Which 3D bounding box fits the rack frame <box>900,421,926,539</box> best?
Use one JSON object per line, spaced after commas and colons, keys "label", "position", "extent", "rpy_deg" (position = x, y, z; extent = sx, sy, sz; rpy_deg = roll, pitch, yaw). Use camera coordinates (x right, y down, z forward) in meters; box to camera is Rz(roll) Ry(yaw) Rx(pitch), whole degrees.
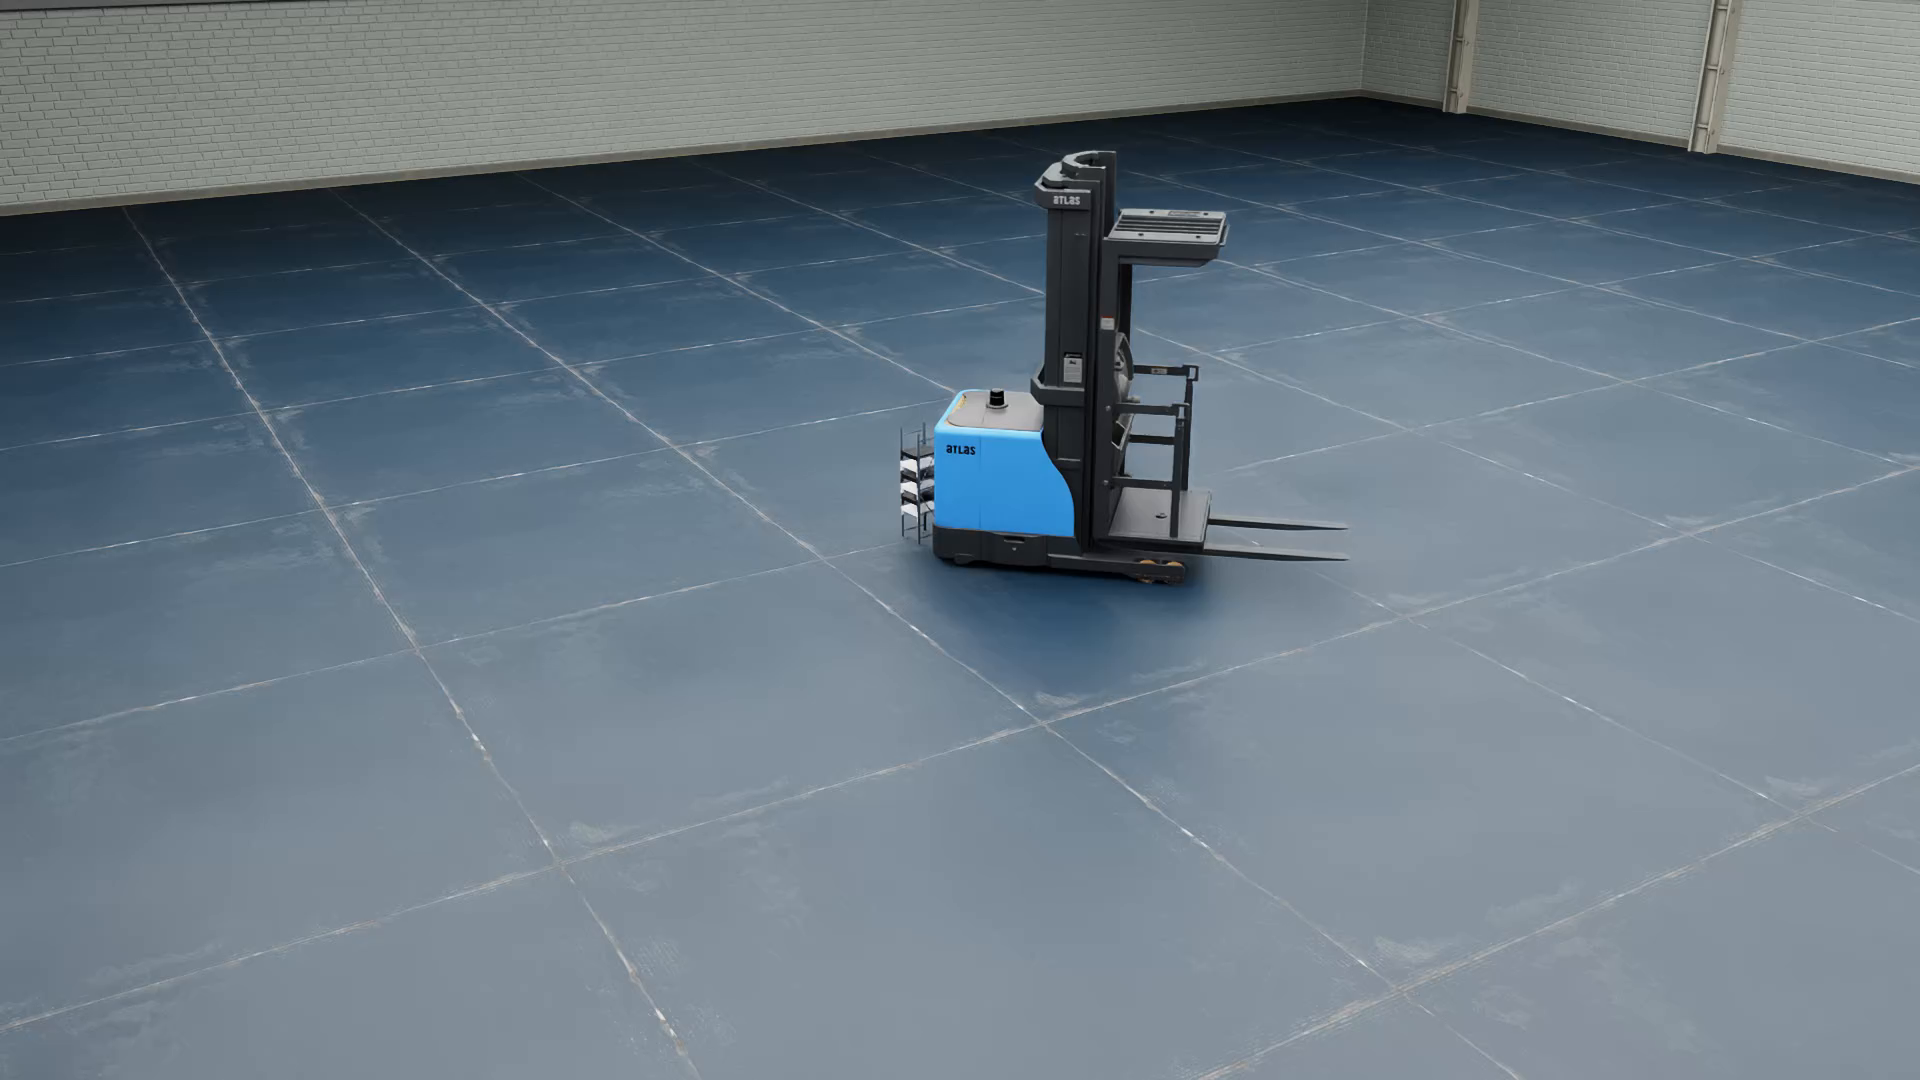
{"label": "rack frame", "position": [-0.357, -0.456, 12.737], "extent": [0.240, 0.900, 0.006], "rpy_deg": [-18, 28, -37]}

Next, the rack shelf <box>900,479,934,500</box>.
{"label": "rack shelf", "position": [-0.292, -0.395, 12.678], "extent": [0.258, 0.077, 0.200], "rpy_deg": [-18, 28, -37]}

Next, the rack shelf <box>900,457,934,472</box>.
{"label": "rack shelf", "position": [-0.292, -0.562, 12.610], "extent": [0.258, 0.077, 0.200], "rpy_deg": [-18, 28, -37]}

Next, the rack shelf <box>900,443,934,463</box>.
{"label": "rack shelf", "position": [-0.292, -0.646, 12.576], "extent": [0.258, 0.077, 0.200], "rpy_deg": [-18, 28, -37]}

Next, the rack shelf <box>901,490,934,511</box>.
{"label": "rack shelf", "position": [-0.292, -0.312, 12.712], "extent": [0.258, 0.077, 0.200], "rpy_deg": [-18, 28, -37]}

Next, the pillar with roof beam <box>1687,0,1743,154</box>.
{"label": "pillar with roof beam", "position": [9.745, -10.378, 26.393], "extent": [9.100, 9.000, 0.400], "rpy_deg": [-13, 25, -28]}

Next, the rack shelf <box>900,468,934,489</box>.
{"label": "rack shelf", "position": [-0.292, -0.479, 12.644], "extent": [0.258, 0.077, 0.200], "rpy_deg": [-18, 28, -37]}

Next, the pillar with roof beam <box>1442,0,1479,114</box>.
{"label": "pillar with roof beam", "position": [6.680, -12.320, 31.171], "extent": [9.100, 9.000, 0.400], "rpy_deg": [-13, 25, -28]}

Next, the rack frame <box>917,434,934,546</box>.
{"label": "rack frame", "position": [-0.226, -0.397, 12.593], "extent": [0.240, 0.900, 0.006], "rpy_deg": [-18, 28, -37]}

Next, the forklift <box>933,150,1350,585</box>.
{"label": "forklift", "position": [1.367, -1.249, 11.993], "extent": [3.031, 2.935, 1.130], "rpy_deg": [4, 23, 11]}

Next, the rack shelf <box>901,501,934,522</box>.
{"label": "rack shelf", "position": [-0.292, -0.229, 12.746], "extent": [0.258, 0.077, 0.200], "rpy_deg": [-18, 28, -37]}

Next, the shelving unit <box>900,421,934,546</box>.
{"label": "shelving unit", "position": [-0.292, -0.426, 12.665], "extent": [0.258, 0.900, 0.210], "rpy_deg": [-18, 28, -37]}
